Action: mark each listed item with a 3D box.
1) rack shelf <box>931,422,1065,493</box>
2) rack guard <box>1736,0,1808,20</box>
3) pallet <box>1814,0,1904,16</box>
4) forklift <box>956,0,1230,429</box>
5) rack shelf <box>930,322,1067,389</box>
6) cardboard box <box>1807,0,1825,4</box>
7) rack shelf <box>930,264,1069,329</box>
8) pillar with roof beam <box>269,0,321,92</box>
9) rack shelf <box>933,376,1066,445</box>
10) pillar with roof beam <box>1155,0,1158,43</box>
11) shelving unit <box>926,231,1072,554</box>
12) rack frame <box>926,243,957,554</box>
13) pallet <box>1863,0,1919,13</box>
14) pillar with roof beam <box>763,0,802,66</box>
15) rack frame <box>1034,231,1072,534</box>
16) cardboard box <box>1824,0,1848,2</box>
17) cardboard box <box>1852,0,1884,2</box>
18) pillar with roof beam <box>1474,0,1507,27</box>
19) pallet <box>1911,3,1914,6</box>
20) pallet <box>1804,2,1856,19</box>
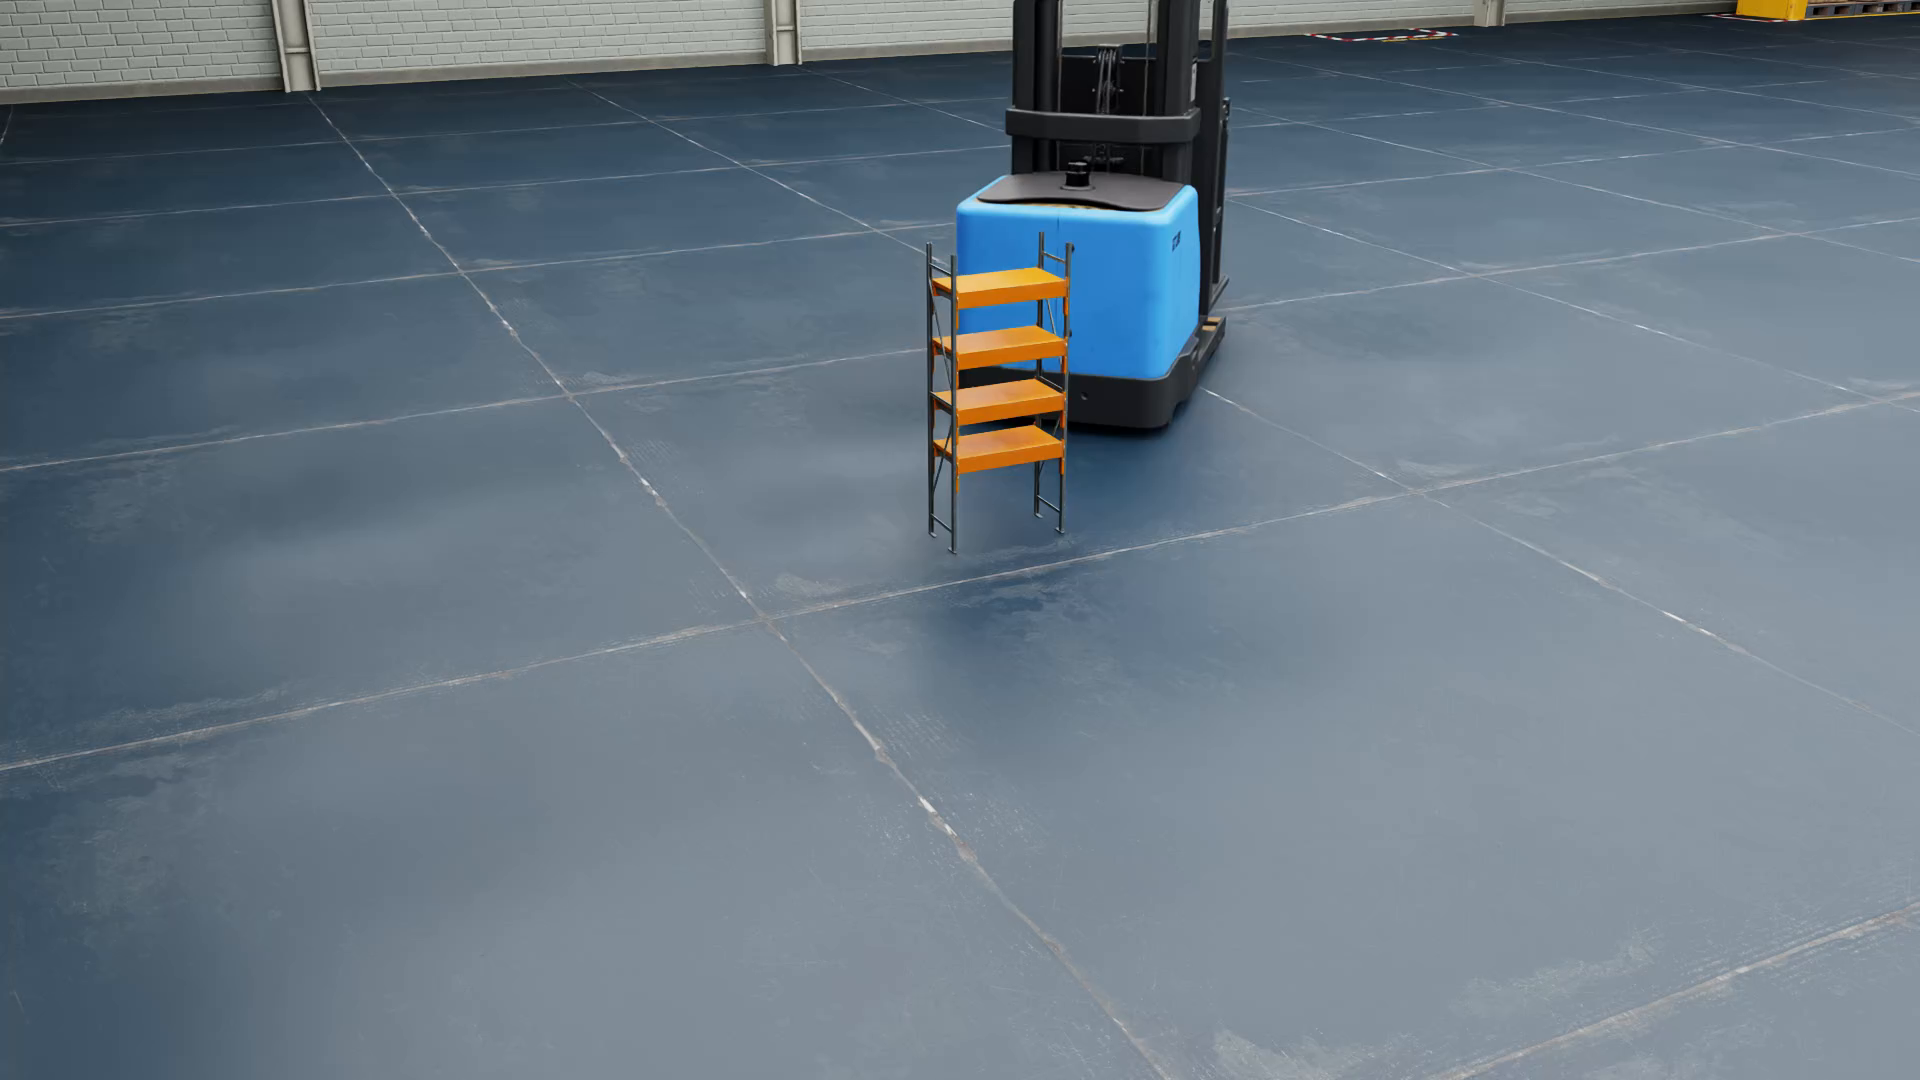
[{"bbox_3d":[0.149,-0.336,6.689,0.480,0.148,0.258,-10,25,-24],"label":"rack shelf"},{"bbox_3d":[13.713,-9.097,28.074,0.348,0.500,1.175,-10,25,-24],"label":"rack guard"},{"bbox_3d":[15.558,-9.287,28.910,1.213,0.211,1.003,-10,25,-24],"label":"pallet"},{"bbox_3d":[0.876,-2.414,8.749,1.130,2.935,3.031,6,23,15],"label":"forklift"},{"bbox_3d":[0.149,-0.726,6.527,0.480,0.148,0.258,-10,25,-24],"label":"rack shelf"},{"bbox_3d":[14.307,-9.284,28.198,0.500,0.311,0.500,-14,26,-30],"label":"cardboard box"},{"bbox_3d":[0.149,-0.945,6.437,0.480,0.148,0.258,-10,25,-24],"label":"rack shelf"},{"bbox_3d":[-5.858,-7.961,14.217,0.400,9.000,9.100,-10,25,-24],"label":"pillar with roof beam"},{"bbox_3d":[0.149,-0.520,6.613,0.480,0.148,0.258,-10,25,-24],"label":"rack shelf"},{"bbox_3d":[4.955,-9.952,19.026,0.400,9.000,9.100,-10,25,-24],"label":"pillar with roof beam"},{"bbox_3d":[0.149,-0.582,6.587,0.503,1.200,0.258,-10,25,-24],"label":"shelving unit"},{"bbox_3d":[-0.071,-0.541,6.489,0.015,1.200,0.240,-10,25,-24],"label":"rack frame"},{"bbox_3d":[16.659,-9.491,29.403,1.213,0.211,1.003,-10,25,-24],"label":"pallet"},{"bbox_3d":[-0.452,-8.956,16.621,0.400,9.000,9.100,-10,25,-24],"label":"pillar with roof beam"},{"bbox_3d":[0.369,-0.622,6.685,0.015,1.200,0.240,-10,25,-24],"label":"rack frame"},{"bbox_3d":[14.821,-9.379,28.426,0.500,0.311,0.500,-8,24,-19],"label":"cardboard box"},{"bbox_3d":[15.504,-9.571,28.642,0.500,0.500,0.700,-12,25,-27],"label":"cardboard box"},{"bbox_3d":[10.361,-10.947,21.430,0.400,9.000,9.100,-10,25,-24],"label":"pillar with roof beam"},{"bbox_3d":[17.950,-9.744,30.015,1.213,0.211,1.003,-10,25,-24],"label":"pallet"},{"bbox_3d":[14.461,-9.086,28.425,1.213,0.211,1.003,-10,25,-24],"label":"pallet"}]
